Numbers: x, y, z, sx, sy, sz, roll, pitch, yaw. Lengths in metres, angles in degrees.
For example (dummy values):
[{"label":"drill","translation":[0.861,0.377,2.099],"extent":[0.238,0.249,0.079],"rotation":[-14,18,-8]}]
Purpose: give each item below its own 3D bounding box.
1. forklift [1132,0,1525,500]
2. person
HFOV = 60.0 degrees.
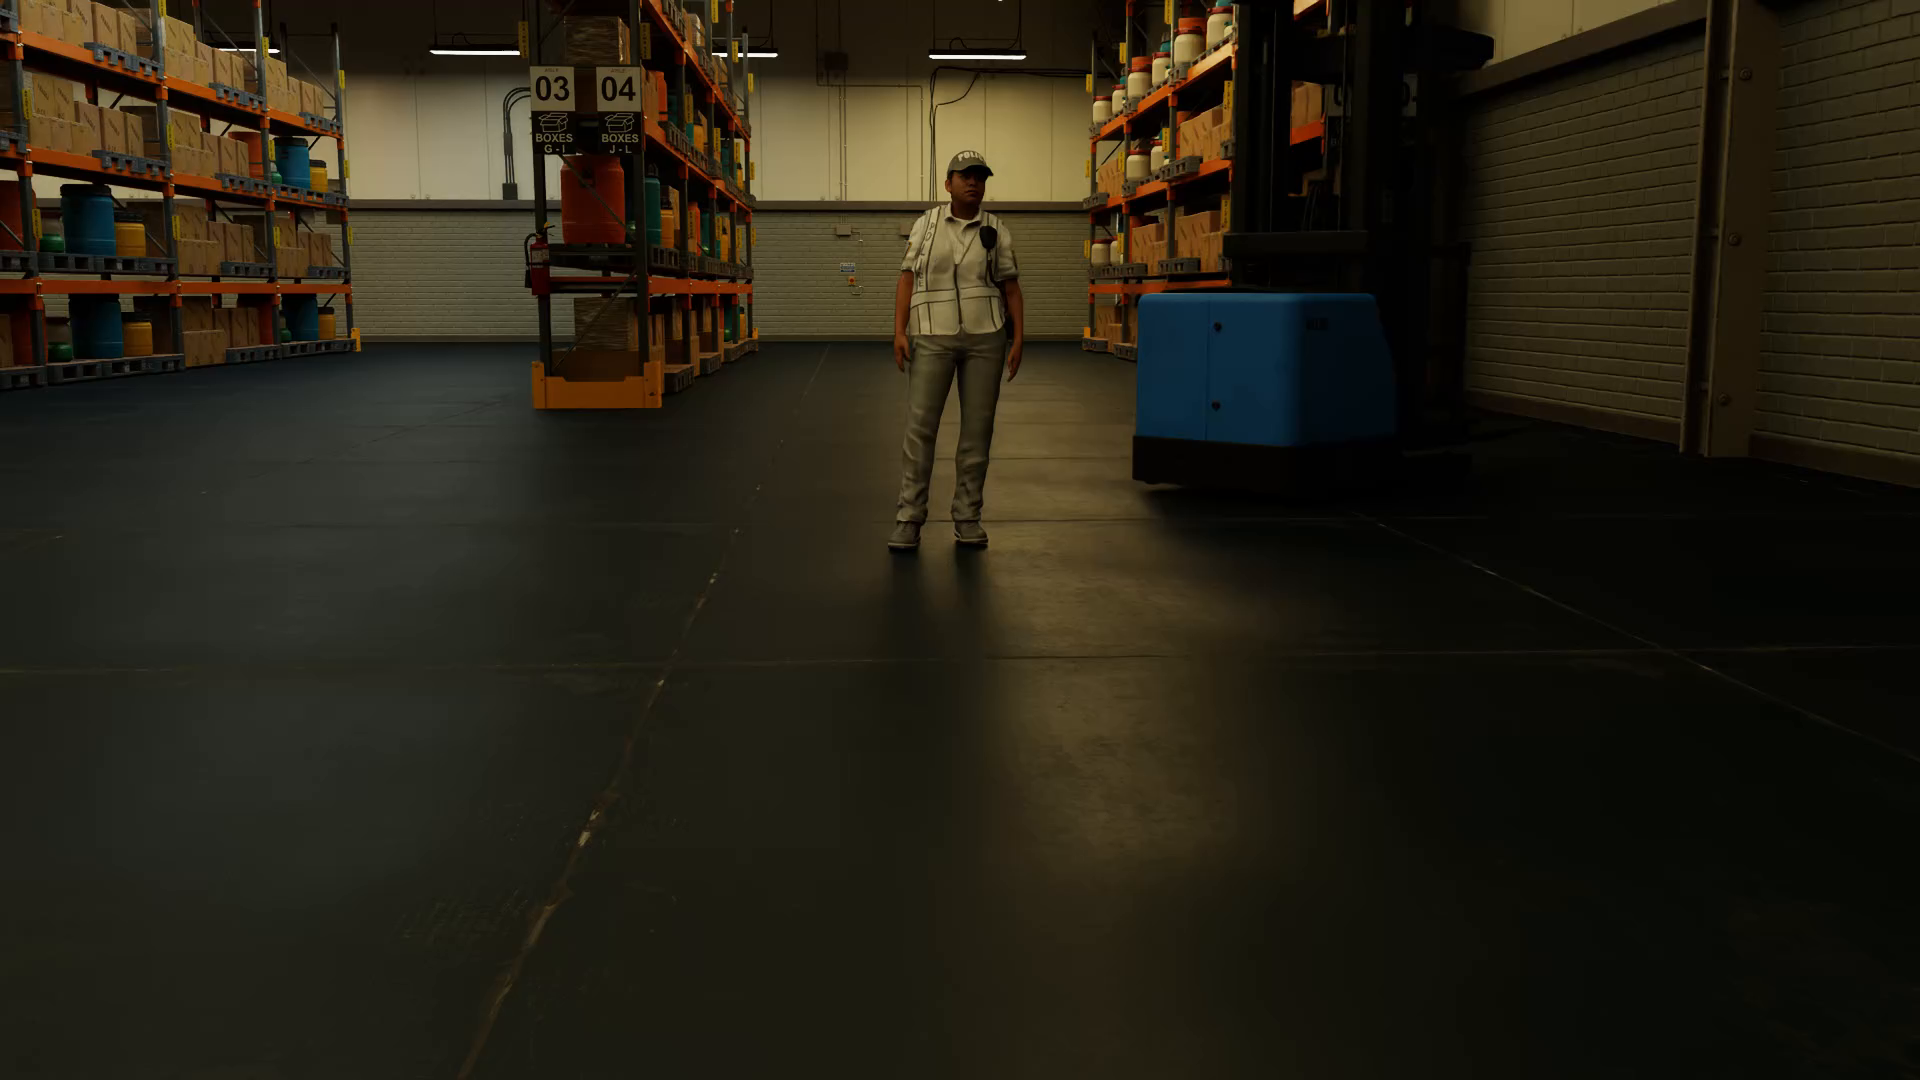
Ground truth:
[{"label":"forklift","translation":[2.320,-1.817,9.568],"extent":[1.130,2.935,3.031],"rotation":[8,12,43]},{"label":"person","translation":[-0.018,-0.820,7.110],"extent":[0.598,1.670,0.529],"rotation":[-1,8,-4]}]
